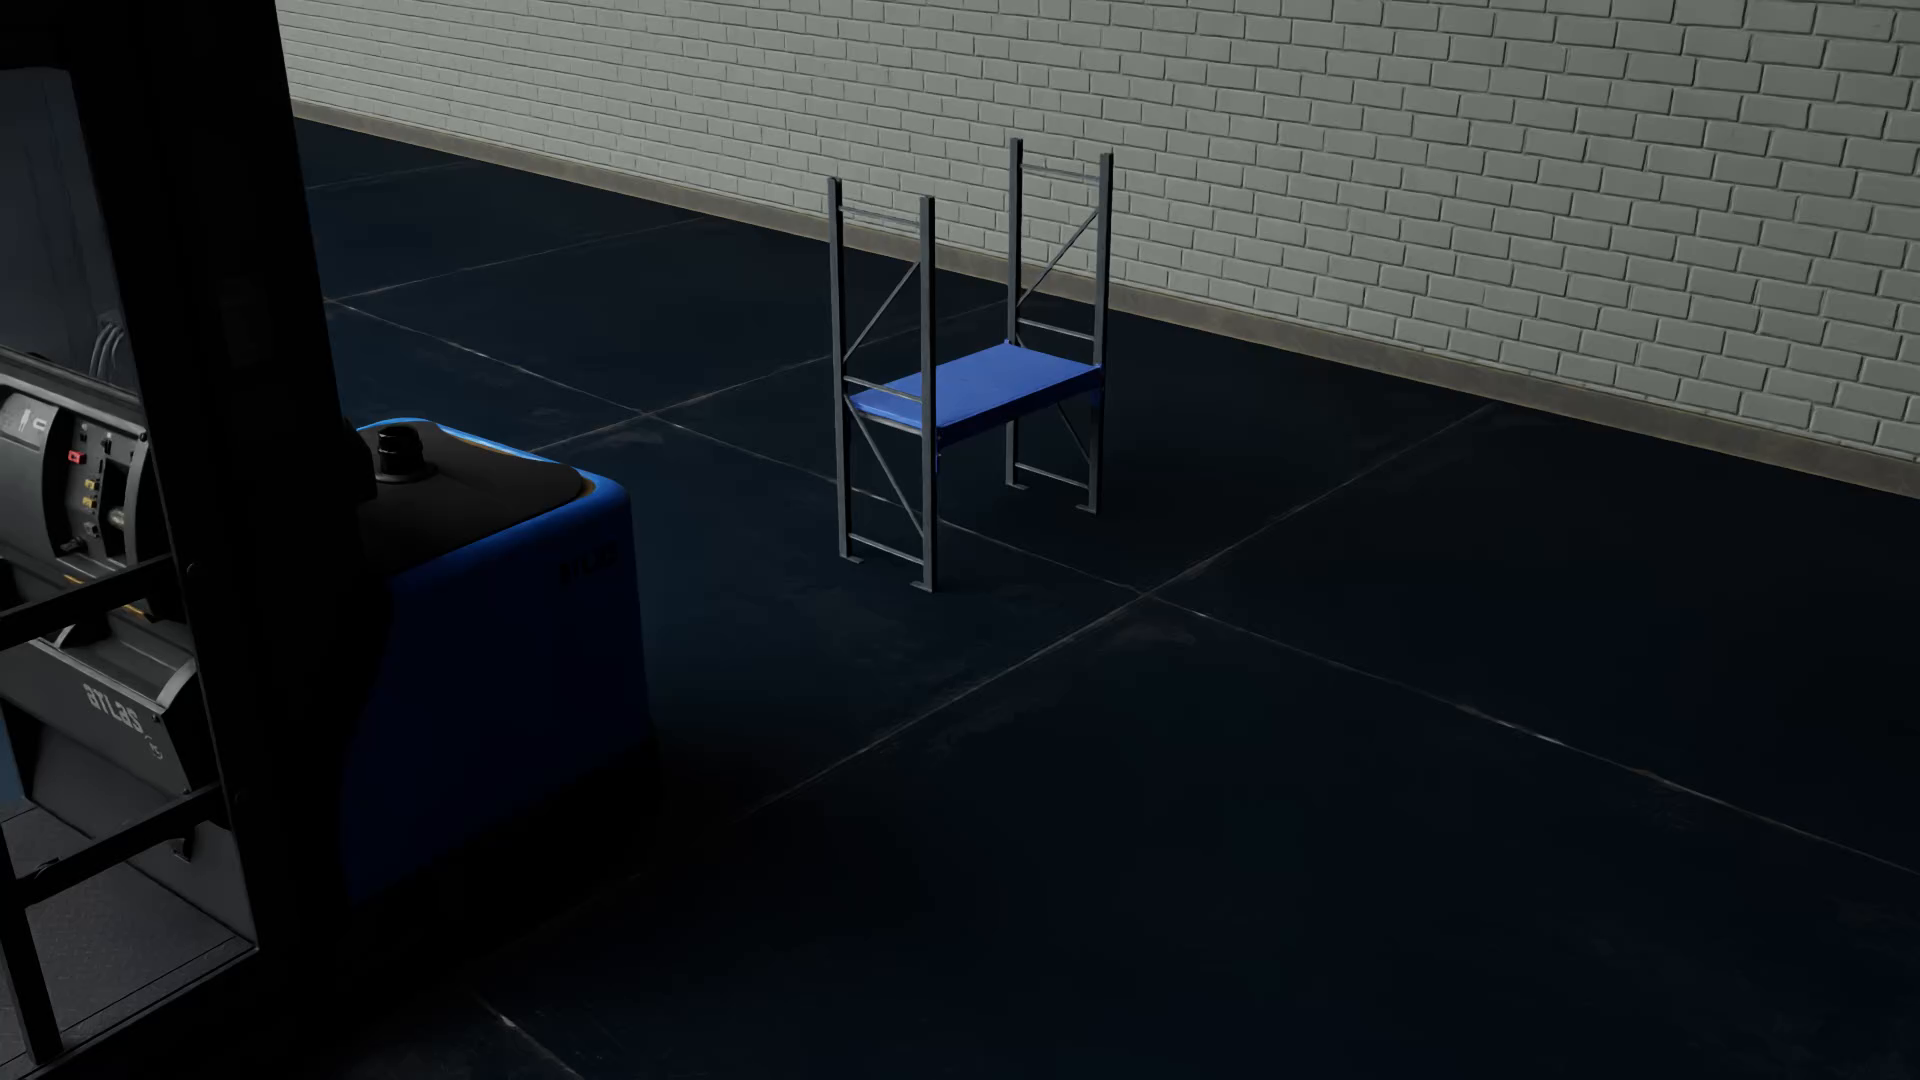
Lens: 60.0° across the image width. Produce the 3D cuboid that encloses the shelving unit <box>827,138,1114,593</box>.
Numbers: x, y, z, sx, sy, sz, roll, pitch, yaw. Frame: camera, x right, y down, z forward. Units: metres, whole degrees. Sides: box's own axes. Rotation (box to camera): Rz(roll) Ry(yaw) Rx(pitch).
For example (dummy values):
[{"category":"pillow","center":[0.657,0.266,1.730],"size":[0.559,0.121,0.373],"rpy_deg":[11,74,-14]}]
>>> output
[{"category":"shelving unit","center":[0.057,-0.710,6.501],"size":[0.538,1.500,1.048],"rpy_deg":[20,31,38]}]

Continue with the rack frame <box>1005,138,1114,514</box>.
[{"category":"rack frame","center":[0.396,-0.865,6.847],"size":[0.500,1.500,0.032],"rpy_deg":[20,31,38]}]

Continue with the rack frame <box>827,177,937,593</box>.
[{"category":"rack frame","center":[-0.282,-0.555,6.156],"size":[0.500,1.500,0.032],"rpy_deg":[20,31,38]}]

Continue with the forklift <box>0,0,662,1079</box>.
[{"category":"forklift","center":[-2.149,-0.140,3.480],"size":[1.130,2.935,3.031],"rpy_deg":[17,29,33]}]

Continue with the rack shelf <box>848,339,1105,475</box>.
[{"category":"rack shelf","center":[0.057,-0.546,6.575],"size":[0.538,0.185,1.000],"rpy_deg":[20,31,38]}]
